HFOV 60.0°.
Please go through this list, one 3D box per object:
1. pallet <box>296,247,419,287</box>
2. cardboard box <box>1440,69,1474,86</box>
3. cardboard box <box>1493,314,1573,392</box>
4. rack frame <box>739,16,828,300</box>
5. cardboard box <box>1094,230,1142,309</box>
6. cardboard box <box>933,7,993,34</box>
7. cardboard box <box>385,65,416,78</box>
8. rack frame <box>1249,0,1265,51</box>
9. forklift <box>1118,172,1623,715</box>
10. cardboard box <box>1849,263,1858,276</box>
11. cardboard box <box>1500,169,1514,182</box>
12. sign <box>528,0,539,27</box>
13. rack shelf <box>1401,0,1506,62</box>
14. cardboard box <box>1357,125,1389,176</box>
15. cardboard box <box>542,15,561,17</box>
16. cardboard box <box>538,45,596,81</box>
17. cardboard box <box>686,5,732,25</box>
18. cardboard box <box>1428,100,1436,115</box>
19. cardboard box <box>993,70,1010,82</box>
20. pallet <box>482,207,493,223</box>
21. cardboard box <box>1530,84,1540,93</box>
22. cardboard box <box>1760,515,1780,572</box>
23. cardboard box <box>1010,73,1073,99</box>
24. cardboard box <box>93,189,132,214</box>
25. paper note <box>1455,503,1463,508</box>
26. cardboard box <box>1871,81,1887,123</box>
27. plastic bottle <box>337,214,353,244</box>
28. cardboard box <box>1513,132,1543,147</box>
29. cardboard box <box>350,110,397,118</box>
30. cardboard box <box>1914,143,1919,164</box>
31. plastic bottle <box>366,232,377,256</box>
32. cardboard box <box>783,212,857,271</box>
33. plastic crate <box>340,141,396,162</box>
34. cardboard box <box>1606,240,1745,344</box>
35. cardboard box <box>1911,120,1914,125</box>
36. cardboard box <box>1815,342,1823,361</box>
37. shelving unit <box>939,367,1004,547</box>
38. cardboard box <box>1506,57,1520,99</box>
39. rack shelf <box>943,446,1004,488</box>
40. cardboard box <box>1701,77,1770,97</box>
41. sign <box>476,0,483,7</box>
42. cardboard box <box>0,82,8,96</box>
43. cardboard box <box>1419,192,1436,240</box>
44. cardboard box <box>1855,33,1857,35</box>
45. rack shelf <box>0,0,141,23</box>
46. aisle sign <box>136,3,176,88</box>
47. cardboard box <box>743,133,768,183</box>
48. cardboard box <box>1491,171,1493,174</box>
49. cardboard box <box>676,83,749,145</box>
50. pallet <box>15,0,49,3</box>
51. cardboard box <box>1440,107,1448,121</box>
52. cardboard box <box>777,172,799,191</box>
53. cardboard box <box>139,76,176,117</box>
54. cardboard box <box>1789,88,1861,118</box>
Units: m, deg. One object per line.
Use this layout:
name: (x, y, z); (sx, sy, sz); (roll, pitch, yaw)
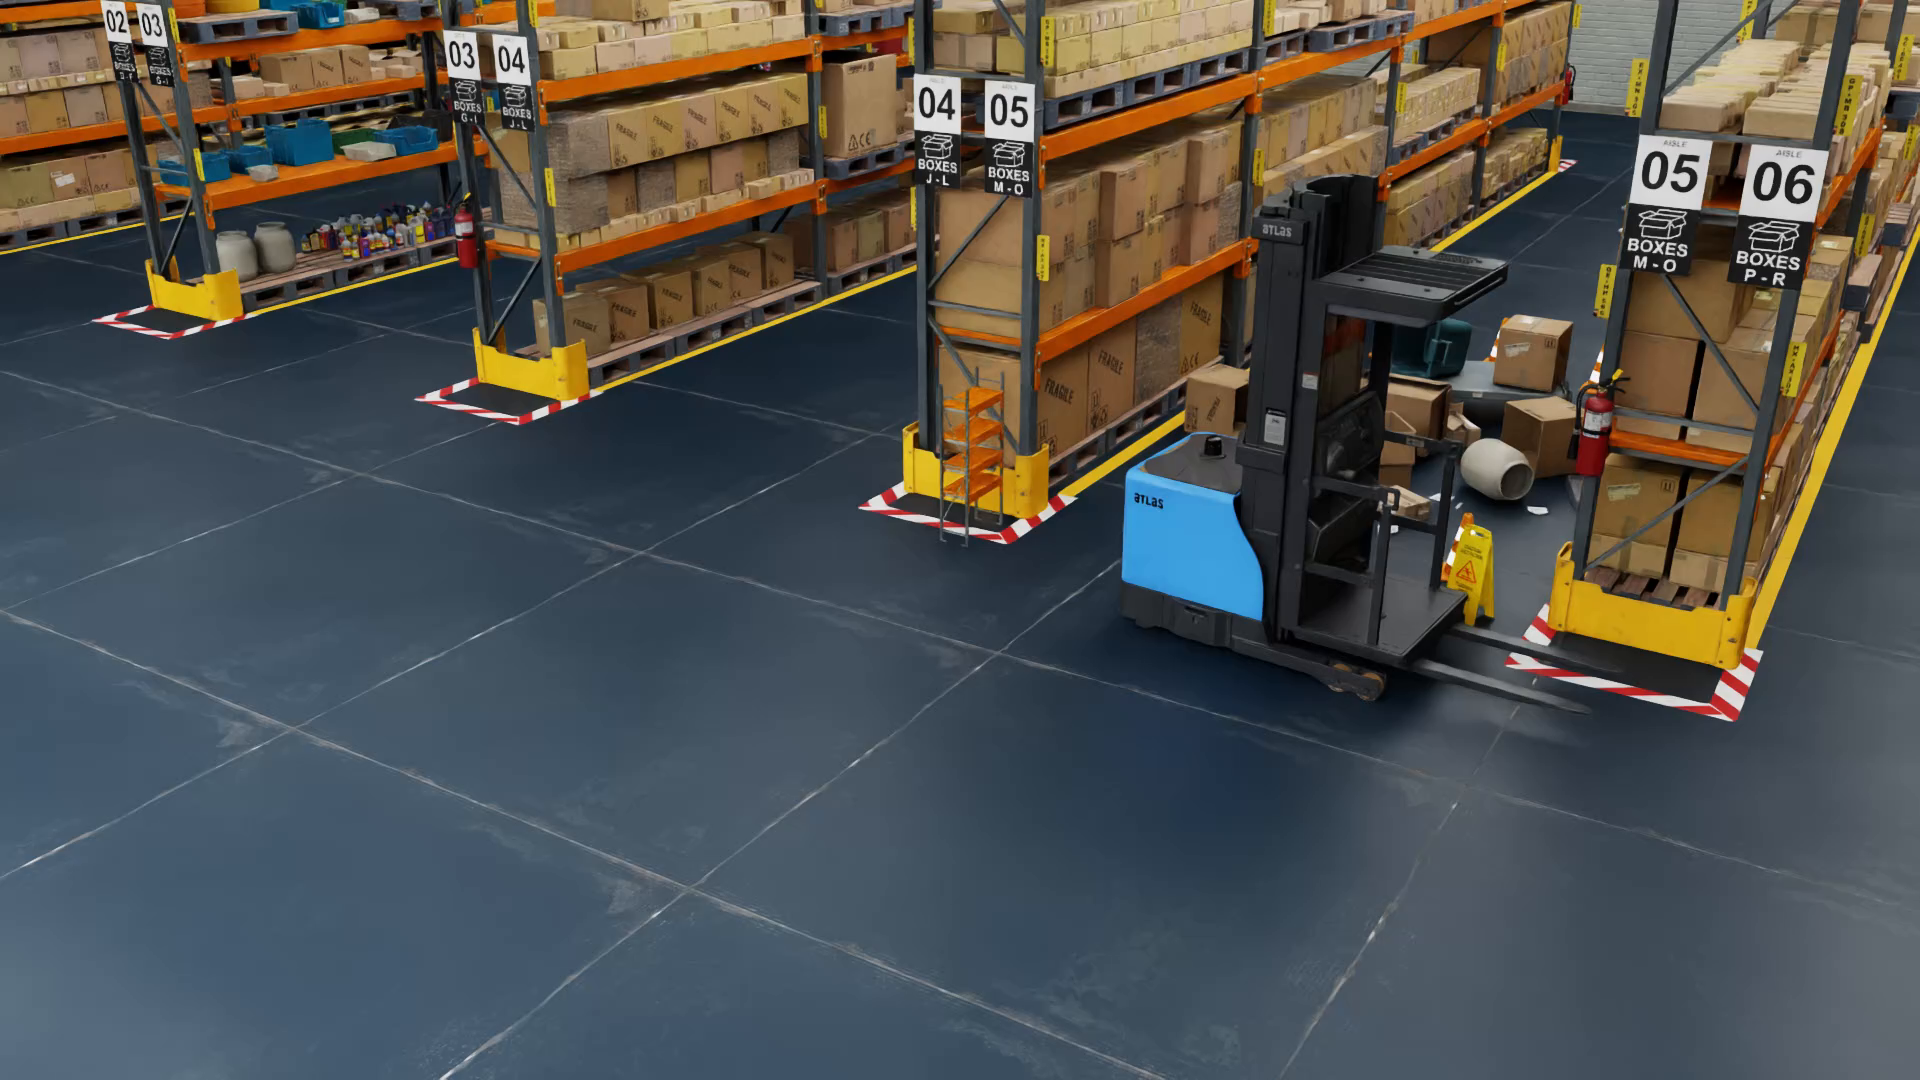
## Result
pallet: (-7.162, -3.266, 19.530); (1.003, 0.211, 1.213); (14, 27, 29)
cardboard box: (6.272, -5.849, 21.025); (0.380, 0.149, 0.250); (13, 27, 27)
cardboard box: (4.969, -1.626, 14.424); (0.500, 0.500, 0.500); (14, 27, 29)
rack frame: (-1.922, -4.139, 18.036); (1.000, 3.000, 0.127); (14, 27, 29)
cardboard box: (0.960, -2.272, 13.535); (0.875, 0.550, 0.550); (14, 27, 29)
cardboard box: (0.018, -3.766, 12.057); (0.380, 0.149, 0.250); (14, 27, 29)
cardboard box: (-8.466, -7.090, 25.168); (0.380, 0.149, 0.250); (14, 27, 29)
rack frame: (2.239, -5.819, 14.365); (1.000, 3.000, 0.127); (14, 27, 29)
forklift: (2.533, -0.615, 9.982); (3.031, 2.935, 1.130); (16, 28, 33)
cardboard box: (7.057, -2.260, 13.484); (0.380, 0.149, 0.250); (14, 27, 30)
cardboard box: (7.574, -5.152, 23.436); (0.380, 0.149, 0.250); (13, 27, 28)
sign: (-3.571, -4.453, 13.886); (0.100, 0.325, 0.005); (14, 27, 29)
rack shelf: (5.404, -6.137, 19.781); (1.077, 0.370, 4.000); (14, 27, 29)
cardboard box: (4.339, -4.254, 18.174); (0.500, 0.500, 0.500); (14, 27, 29)
cardboard box: (-6.995, -8.546, 27.561); (0.700, 0.500, 0.500); (7, 24, 16)
cardboard box: (-3.558, -4.206, 14.602); (0.500, 0.250, 0.500); (15, 27, 30)
cardboard box: (-2.448, -5.116, 16.203); (0.380, 0.149, 0.250); (15, 28, 31)
cardboard box: (5.452, -5.186, 19.867); (0.380, 0.149, 0.250); (14, 27, 28)
cardboard box: (0.150, -3.484, 12.408); (0.380, 0.149, 0.250); (14, 27, 29)
pallet: (-5.748, -4.171, 21.619); (1.003, 0.211, 1.213); (14, 27, 29)
cardboard box: (8.075, -6.494, 23.791); (0.380, 0.149, 0.250); (13, 26, 27)
cardboard box: (5.323, -0.029, 11.473); (0.500, 0.250, 0.500); (15, 28, 31)
cardboard box: (0.582, -3.264, 11.901); (0.380, 0.149, 0.250); (14, 27, 29)
cardboard box: (-11.181, -4.438, 21.658); (0.500, 0.250, 0.500); (14, 27, 29)
paper note: (3.857, -0.267, 12.853); (0.032, 0.001, 0.123); (14, 27, 29)
cardboard box: (6.227, -3.131, 11.745); (0.500, 0.250, 0.500); (13, 27, 28)
plastic bottle: (-7.330, -3.708, 19.821); (0.144, 0.351, 0.185); (15, 28, 31)
cardboard box: (8.295, -5.855, 24.310); (0.380, 0.149, 0.250); (13, 27, 28)
cardboard box: (-9.022, -6.461, 25.625); (0.500, 0.311, 0.500); (13, 27, 28)
cardboard box: (10.695, -4.490, 19.034); (0.500, 0.250, 0.500); (13, 27, 28)
plastic bottle: (-6.838, -3.439, 19.300); (0.097, 0.271, 0.097); (0, 23, 0)
cardboard box: (-1.580, -3.397, 18.914); (0.700, 0.500, 0.500); (12, 26, 25)
plastic crate: (-6.771, -4.455, 19.098); (0.530, 0.136, 0.437); (14, 27, 29)
cardboard box: (4.471, -1.572, 10.347); (0.700, 0.500, 0.500); (13, 27, 28)
cardboard box: (9.329, -4.202, 16.797); (0.500, 0.500, 0.500); (14, 27, 29)
cardboard box: (6.054, -1.431, 12.097); (0.380, 0.149, 0.250); (13, 27, 28)
shelving unit: (0.087, -0.606, 12.141); (0.258, 1.200, 0.503); (14, 27, 29)
cardboard box: (7.189, -6.231, 22.368); (0.500, 0.500, 0.500); (14, 27, 29)
rack shelf: (0.087, -0.545, 12.167); (0.258, 0.148, 0.480); (14, 27, 29)
cardboard box: (4.915, -2.841, 10.573); (0.380, 0.149, 0.250); (14, 27, 29)
sign: (-5.668, -6.439, 19.561); (0.100, 0.325, 0.005); (14, 27, 29)
cardboard box: (-11.786, -5.471, 20.170); (0.380, 0.149, 0.250); (14, 27, 29)
cardboard box: (5.467, -3.991, 20.312); (0.500, 0.500, 0.500); (13, 27, 28)
cardboard box: (7.223, -4.132, 13.904); (0.500, 0.250, 0.500); (14, 27, 30)
rack shelf: (-11.391, -6.588, 20.822); (1.077, 0.370, 4.000); (14, 27, 29)
aisle sign: (-8.029, -4.935, 16.601); (0.394, 0.787, 0.004); (14, 27, 29)
cardboard box: (-2.505, -4.022, 17.264); (0.875, 0.500, 0.500); (14, 27, 29)
cardboard box: (7.077, -5.036, 22.793); (0.380, 0.149, 0.250); (14, 27, 29)
cardboard box: (-2.453, -4.234, 16.495); (0.500, 0.500, 0.500); (14, 27, 29)
pallet: (-11.408, -6.849, 20.631); (1.003, 0.211, 1.213); (14, 27, 29)
cardboard box: (5.733, -5.228, 20.337); (0.380, 0.149, 0.250); (15, 28, 31)
cardboard box: (-1.925, -3.808, 17.586); (0.380, 0.149, 0.250); (14, 27, 29)
cardboard box: (-10.837, -5.932, 22.051); (0.700, 0.500, 0.500); (14, 27, 28)
cardboard box: (5.247, -2.646, 10.123); (0.380, 0.149, 0.250); (14, 27, 29)
